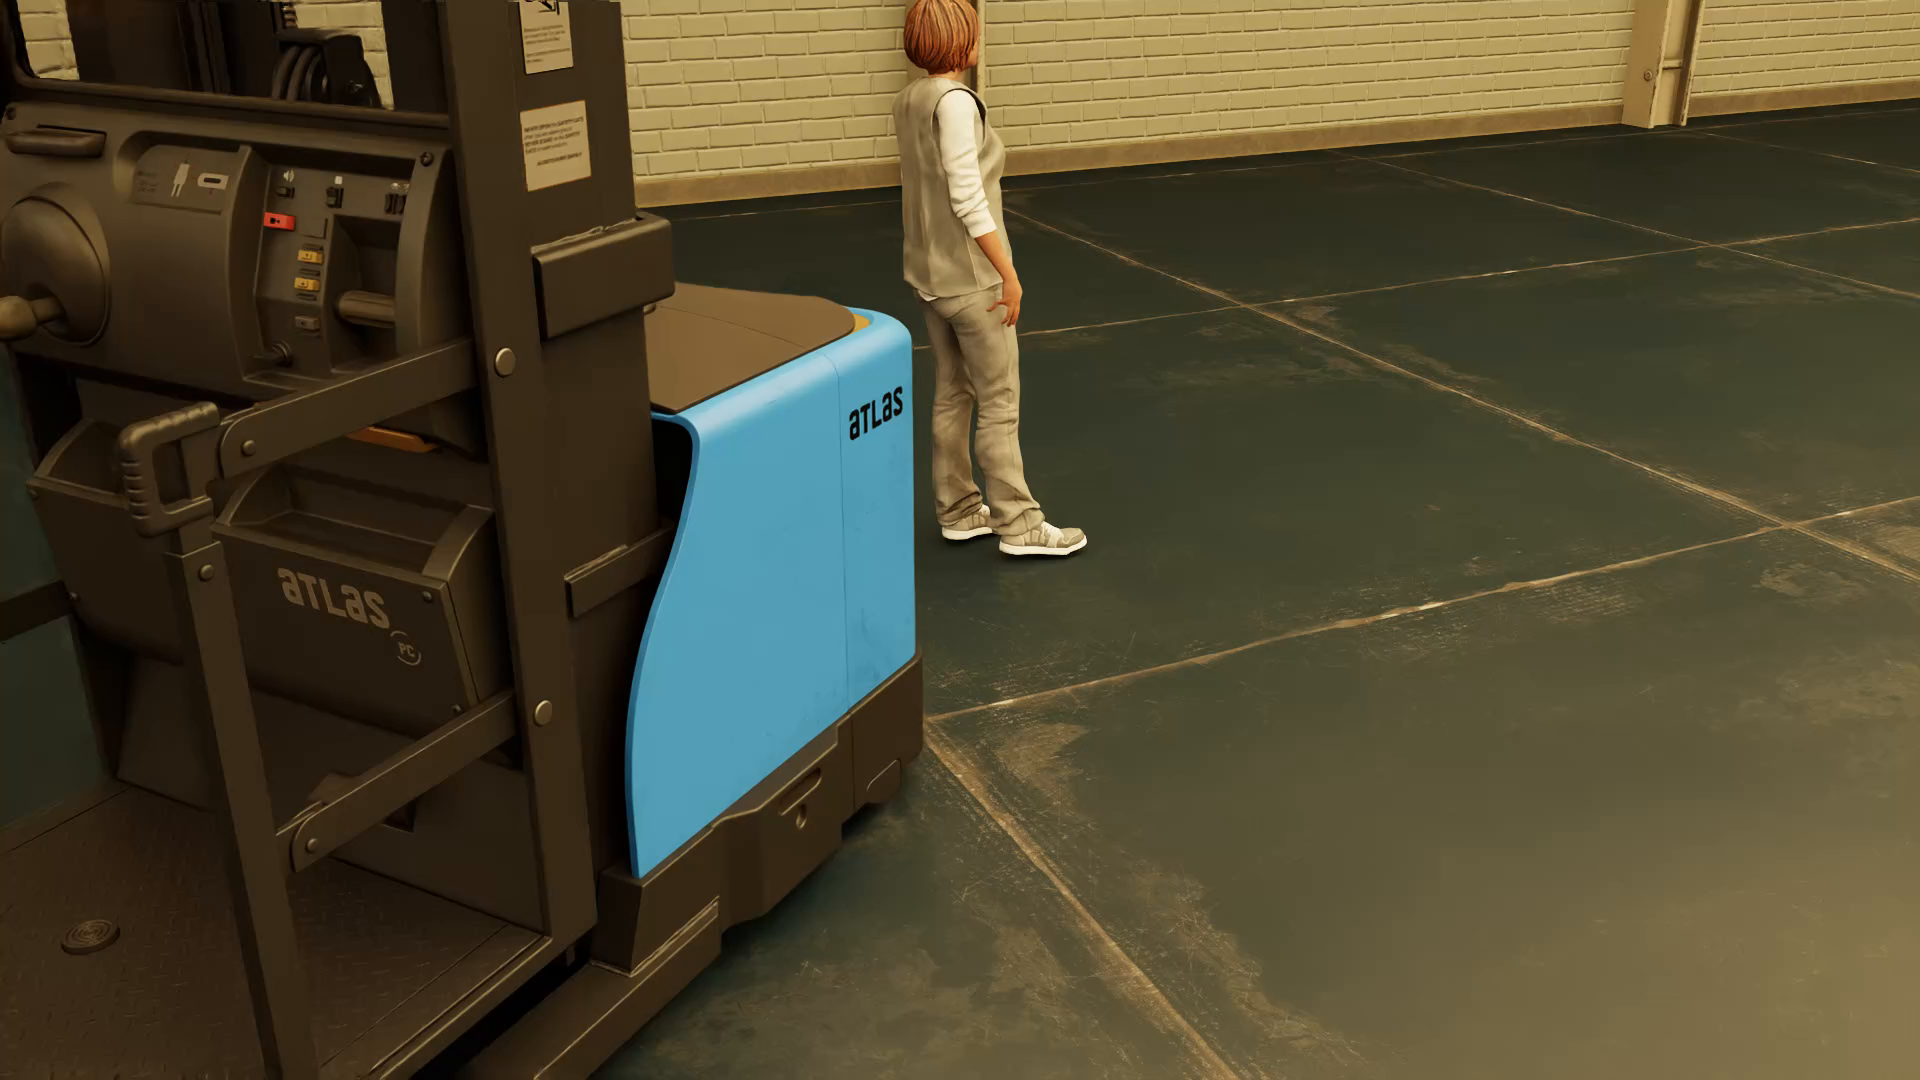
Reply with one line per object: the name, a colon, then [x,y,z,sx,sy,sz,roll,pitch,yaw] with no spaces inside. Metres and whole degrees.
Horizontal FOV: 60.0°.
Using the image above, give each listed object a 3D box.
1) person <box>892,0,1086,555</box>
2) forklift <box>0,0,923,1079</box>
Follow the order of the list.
person: [0.073,-0.751,4.816,0.473,1.599,0.521,-10,25,-23]
forklift: [-1.219,-0.416,2.288,1.130,2.935,3.031,11,25,26]
